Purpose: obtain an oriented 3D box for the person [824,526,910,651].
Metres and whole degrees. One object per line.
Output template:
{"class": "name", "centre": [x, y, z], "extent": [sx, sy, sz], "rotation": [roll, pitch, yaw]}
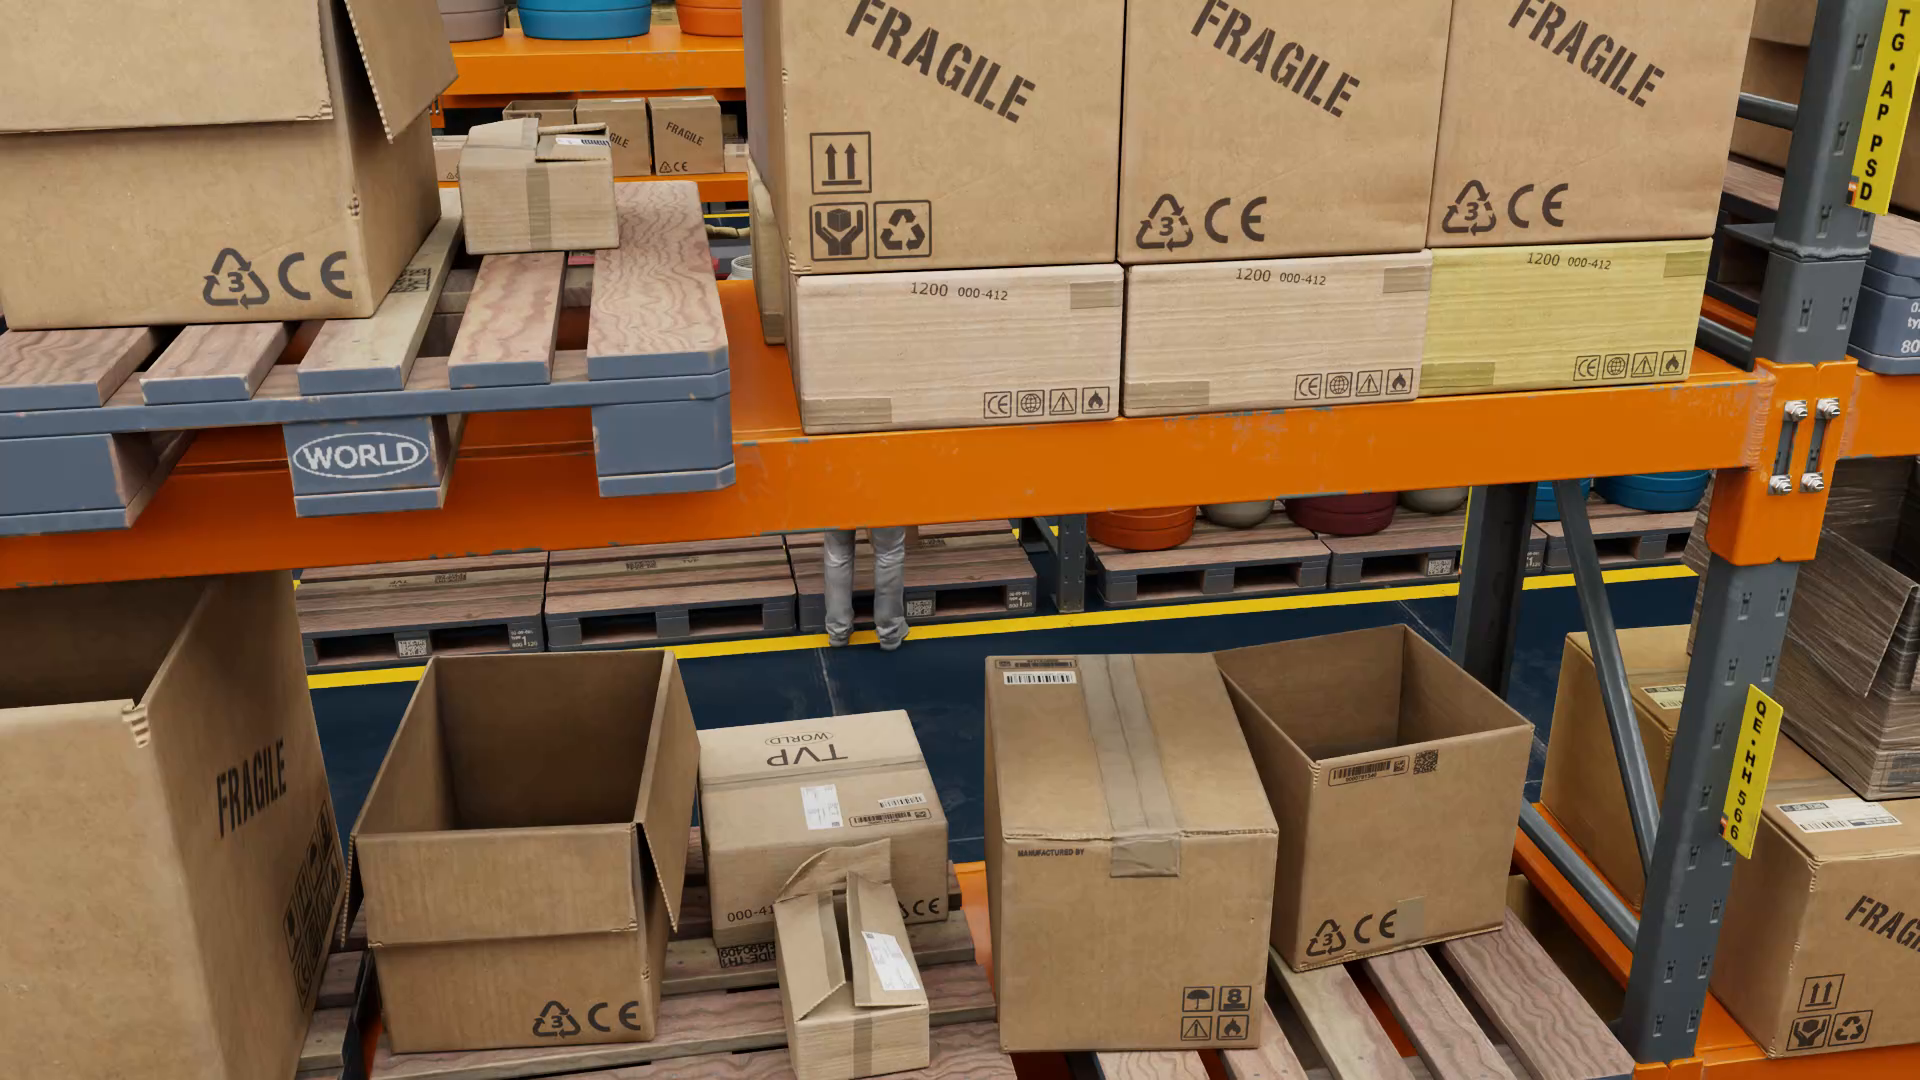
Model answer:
{"class": "person", "centre": [-0.481, -0.329, 7.846], "extent": [0.533, 1.765, 0.358], "rotation": [3, 23, 7]}
